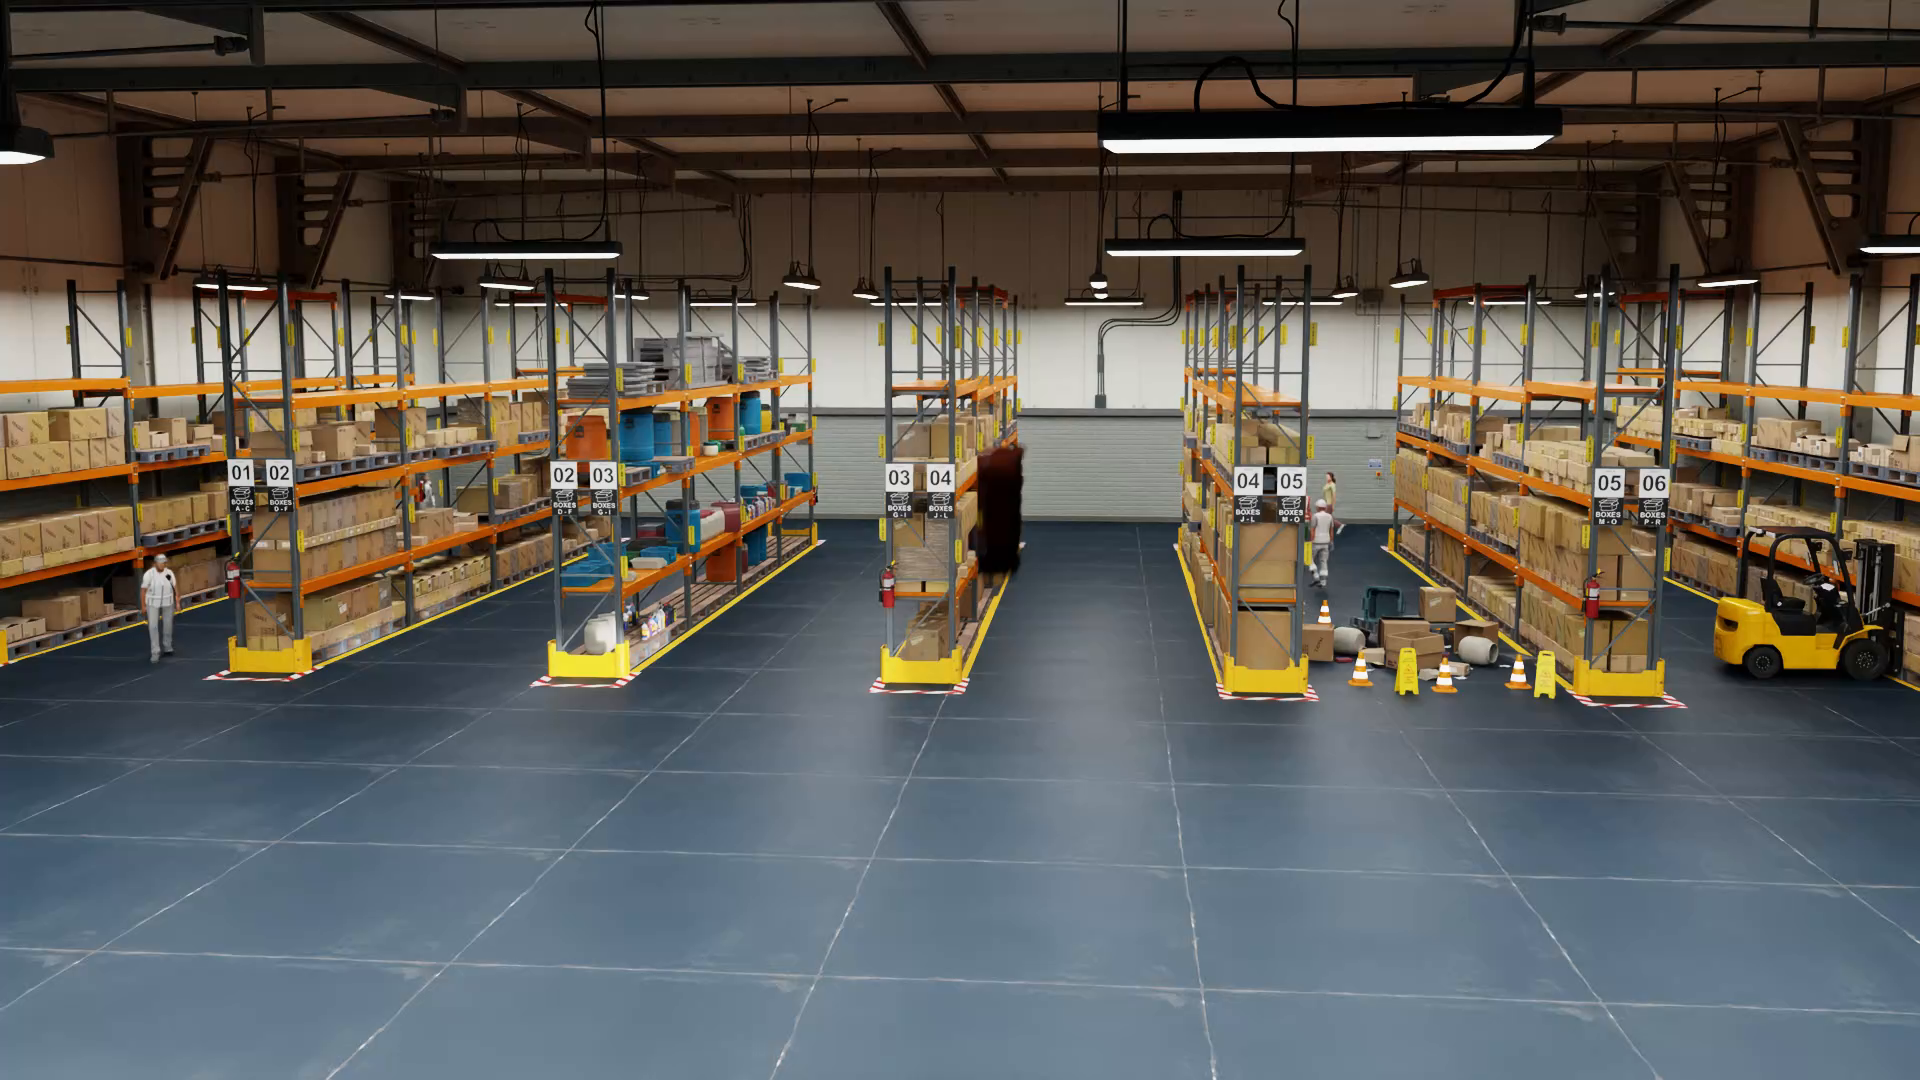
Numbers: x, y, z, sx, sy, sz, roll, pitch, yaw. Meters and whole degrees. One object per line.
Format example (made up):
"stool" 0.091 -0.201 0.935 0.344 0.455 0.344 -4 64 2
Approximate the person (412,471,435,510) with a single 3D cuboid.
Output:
"person" -13.714 -0.968 42.525 0.970 1.621 0.475 2 7 13

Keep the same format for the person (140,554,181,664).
"person" -12.531 1.034 26.069 0.551 1.647 0.925 -4 8 -28

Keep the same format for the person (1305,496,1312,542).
"person" 7.579 -0.375 36.987 0.598 1.791 0.467 -3 8 -24

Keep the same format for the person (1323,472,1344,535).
"person" 9.274 -0.877 41.532 0.708 1.653 0.447 0 7 3

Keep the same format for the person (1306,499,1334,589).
"person" 7.218 0.077 33.272 0.602 1.791 0.468 -3 7 -20
